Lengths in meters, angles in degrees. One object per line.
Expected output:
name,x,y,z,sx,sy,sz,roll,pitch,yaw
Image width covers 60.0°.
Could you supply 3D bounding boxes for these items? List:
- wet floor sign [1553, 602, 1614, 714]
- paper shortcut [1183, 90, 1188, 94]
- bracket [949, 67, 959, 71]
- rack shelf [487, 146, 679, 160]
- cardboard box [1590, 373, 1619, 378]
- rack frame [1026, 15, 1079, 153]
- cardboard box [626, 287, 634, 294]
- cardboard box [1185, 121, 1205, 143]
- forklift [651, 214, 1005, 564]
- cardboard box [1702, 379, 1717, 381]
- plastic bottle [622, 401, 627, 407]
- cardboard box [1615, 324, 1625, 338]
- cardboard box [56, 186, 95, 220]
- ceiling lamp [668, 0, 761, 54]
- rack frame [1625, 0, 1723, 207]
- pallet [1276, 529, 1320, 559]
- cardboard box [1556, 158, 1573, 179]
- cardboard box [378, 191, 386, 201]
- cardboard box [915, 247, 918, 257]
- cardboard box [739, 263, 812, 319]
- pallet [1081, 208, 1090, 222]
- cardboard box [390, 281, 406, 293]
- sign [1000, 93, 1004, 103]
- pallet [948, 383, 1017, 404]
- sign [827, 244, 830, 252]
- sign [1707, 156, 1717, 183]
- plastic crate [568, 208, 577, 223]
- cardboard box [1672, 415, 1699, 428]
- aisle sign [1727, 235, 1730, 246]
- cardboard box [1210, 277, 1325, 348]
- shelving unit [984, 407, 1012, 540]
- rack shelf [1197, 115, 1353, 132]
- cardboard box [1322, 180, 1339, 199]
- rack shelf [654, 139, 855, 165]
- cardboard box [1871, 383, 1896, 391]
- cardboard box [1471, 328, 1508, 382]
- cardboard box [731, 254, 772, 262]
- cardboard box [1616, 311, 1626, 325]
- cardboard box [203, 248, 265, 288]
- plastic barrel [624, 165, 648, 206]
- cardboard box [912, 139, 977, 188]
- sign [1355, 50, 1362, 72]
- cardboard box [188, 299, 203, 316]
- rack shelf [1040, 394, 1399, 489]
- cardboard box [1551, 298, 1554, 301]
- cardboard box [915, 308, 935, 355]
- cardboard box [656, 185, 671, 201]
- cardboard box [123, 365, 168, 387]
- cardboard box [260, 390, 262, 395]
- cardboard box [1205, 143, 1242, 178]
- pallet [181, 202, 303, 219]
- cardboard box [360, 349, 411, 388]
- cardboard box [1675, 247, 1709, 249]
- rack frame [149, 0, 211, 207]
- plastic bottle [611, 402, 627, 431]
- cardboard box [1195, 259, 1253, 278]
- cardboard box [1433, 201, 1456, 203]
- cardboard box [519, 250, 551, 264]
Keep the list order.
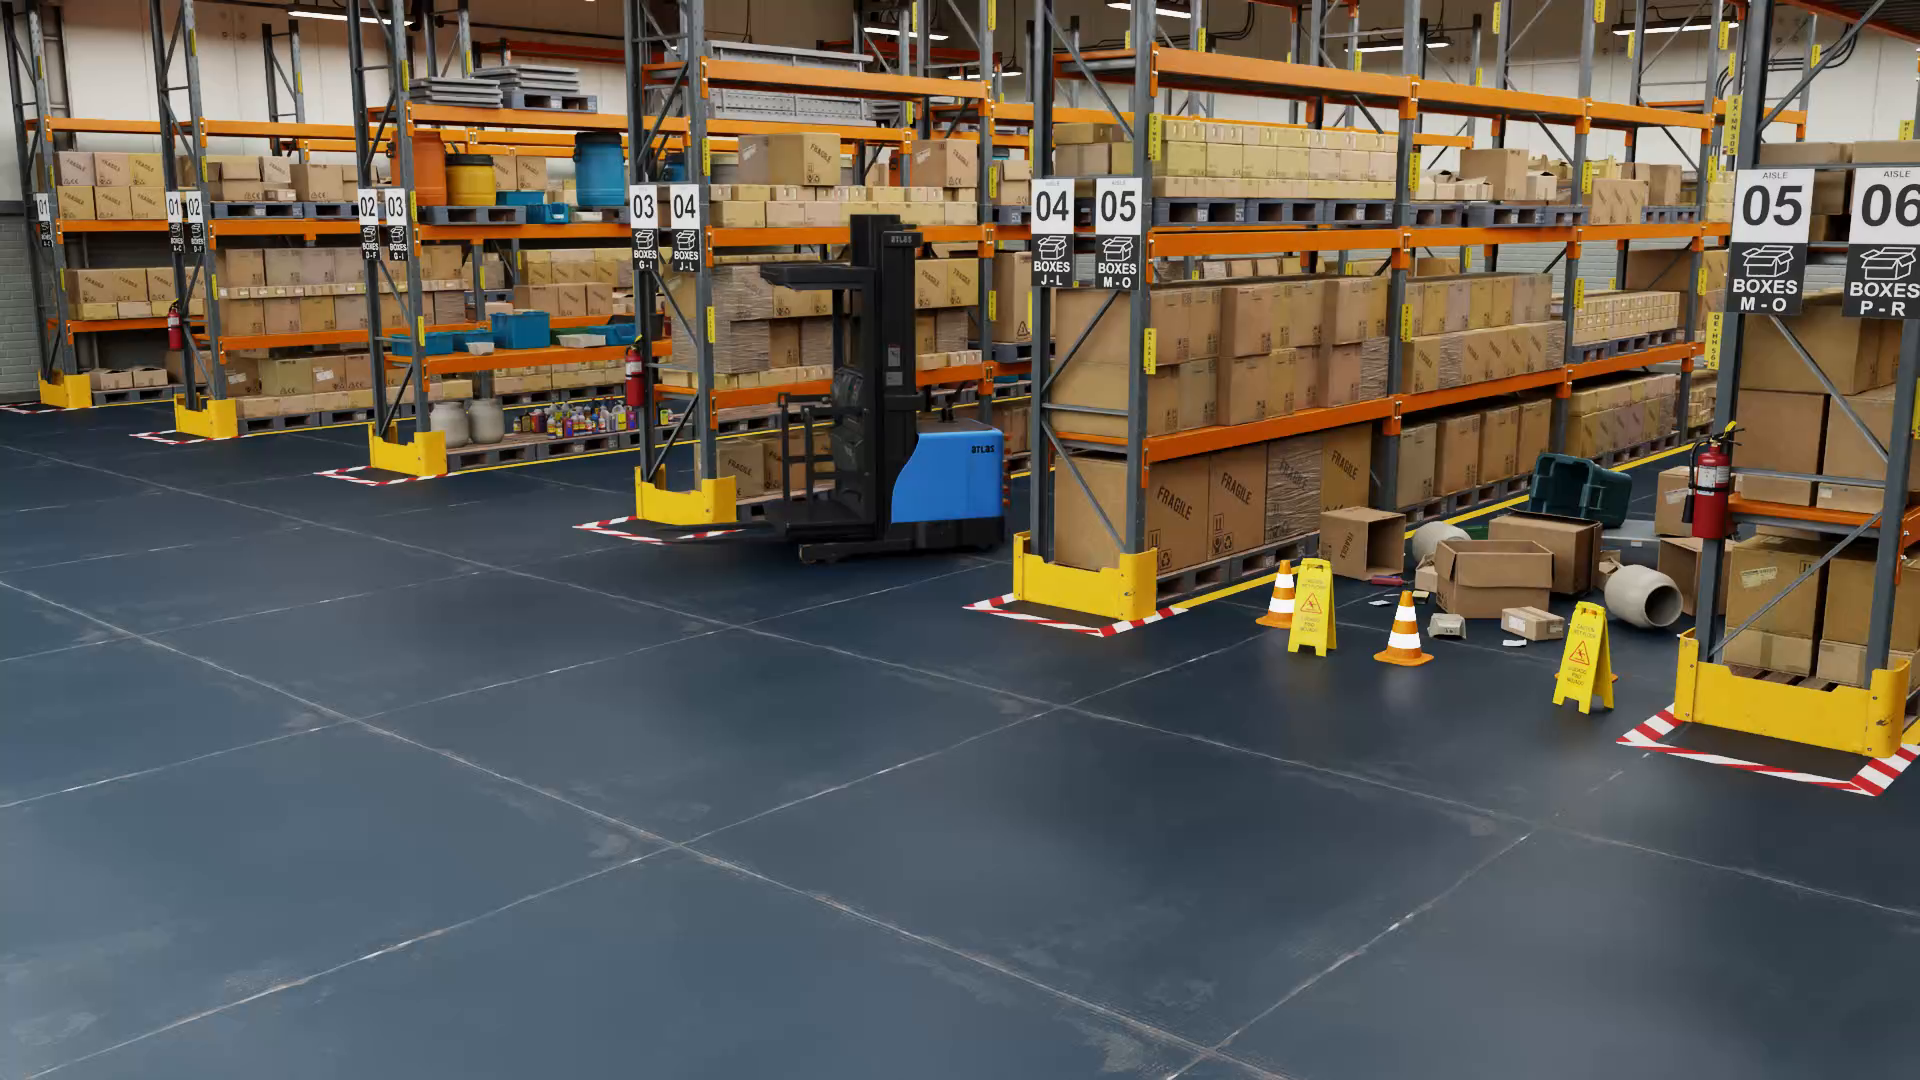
wet floor sign,3.813,0.697,10.111,0.232,0.644,0.267,-6,13,-28
paper shortcut,3.057,-6.077,22.347,0.009,0.170,0.078,23,-8,37
bracket,-0.065,-11.483,40.578,0.235,0.232,0.430,10,15,40
rack shelf,-7.263,-7.414,32.250,1.077,0.370,4.000,10,15,40
cardboard box,7.843,-1.932,20.660,0.500,0.250,0.500,10,15,42
rack frame,1.499,-6.976,27.201,1.000,3.000,0.127,10,15,40
cardboard box,-6.648,-4.969,33.059,0.380,0.149,0.250,10,15,40
cardboard box,1.583,-3.010,12.283,0.380,0.149,0.250,10,15,41
forklift,-1.177,-1.350,14.525,3.031,2.935,1.130,-4,12,-17
cardboard box,10.464,-2.130,22.943,0.380,0.149,0.250,9,14,38
plastic bottle,-4.434,-1.686,21.843,0.061,0.283,0.133,10,15,40
cardboard box,7.559,-2.467,19.511,0.380,0.149,0.250,10,15,41
cardboard box,-13.455,-5.096,25.141,0.500,0.500,0.500,10,15,42
ceiling lamp,-4.386,-10.634,30.611,0.800,3.185,2.000,10,15,40
rack frame,8.879,-5.679,20.710,1.000,3.000,0.127,10,15,40
pallet,3.037,-0.091,15.168,1.003,0.211,1.213,10,15,40
cardboard box,7.144,-4.329,19.399,0.396,0.266,0.258,10,15,40
cardboard box,-8.091,-4.907,23.715,0.380,0.149,0.250,10,15,40
cardboard box,-1.017,-5.399,31.814,0.500,0.500,0.500,9,15,39
cardboard box,-1.798,-2.432,16.199,0.500,0.500,0.500,10,15,40
pallet,1.109,-3.825,19.566,1.213,0.211,1.003,10,15,40
cardboard box,-8.192,-3.648,23.944,0.380,0.149,0.250,10,15,40
sign,0.825,-8.666,32.875,0.100,0.325,0.005,10,15,40
pallet,0.153,-2.378,26.617,1.003,0.211,1.213,10,15,40
sign,-2.904,-6.515,36.650,0.100,0.325,0.005,10,15,40
sign,9.298,-4.584,20.558,0.100,0.325,0.005,10,15,40
plastic crate,-5.028,-4.027,20.636,0.336,0.188,0.450,10,15,40
cardboard box,9.361,-1.557,21.596,0.380,0.149,0.250,9,14,38
aisle sign,11.342,-4.650,24.237,0.394,0.787,0.004,10,15,40
cardboard box,2.593,-1.956,14.245,0.875,0.550,0.550,10,15,40
shelving unit,0.341,-0.608,15.231,0.189,1.200,0.258,-4,12,-17
rack shelf,3.900,-5.492,22.631,1.077,0.370,4.000,10,15,40
cardboard box,2.928,-2.919,13.861,0.380,0.149,0.250,10,15,41
rack shelf,-3.539,-6.774,29.046,1.077,0.370,4.000,10,15,40
cardboard box,5.603,-0.652,9.842,0.500,0.500,0.500,10,15,42
cardboard box,5.147,-1.874,16.720,0.500,0.500,0.500,10,15,41
cardboard box,-4.613,-5.755,35.638,0.980,0.700,0.700,9,14,38
cardboard box,7.557,-2.612,19.481,0.380,0.149,0.250,10,15,40
cardboard box,-9.788,-3.669,22.396,0.700,0.500,0.500,10,15,41
plastic barrel,-4.213,-4.551,21.360,0.421,0.512,0.421,0,11,0
cardboard box,-0.167,-4.028,17.811,0.500,0.500,0.500,9,15,39
sign,5.635,-6.764,23.553,0.100,0.325,0.005,10,15,40
cardboard box,-12.295,-3.743,26.663,0.500,0.250,0.500,10,15,41
rack shelf,2.278,-0.913,14.001,1.077,0.370,4.000,10,15,40
cardboard box,6.731,-2.770,19.509,0.380,0.149,0.250,10,15,42
cardboard box,-0.761,-2.284,18.013,0.875,0.500,0.500,10,15,40
cardboard box,-2.753,-3.302,15.831,0.380,0.149,0.250,10,15,40
cardboard box,-12.963,-2.621,26.454,0.500,0.311,0.500,-11,15,-43
cardboard box,-9.687,-1.959,23.349,0.500,0.250,0.500,10,15,40
cardboard box,1.803,-2.883,12.663,0.500,0.250,0.500,10,15,40
pallet,-9.654,-4.438,22.377,1.003,0.211,1.213,10,15,40
cardboard box,-8.308,-2.481,24.045,0.500,0.500,0.500,10,15,40
cardboard box,10.001,-3.755,22.826,0.500,0.500,0.500,9,15,39
rack frame,-10.140,-5.851,21.571,1.000,3.000,0.127,10,15,40
plastic bottle,-4.330,-1.566,21.072,0.144,0.351,0.185,10,15,40
cardboard box,3.506,-3.547,22.534,0.797,0.503,0.637,10,15,42
cardboard box,7.557,-5.674,26.757,0.700,0.500,0.500,9,14,37
cardboard box,-8.071,-5.336,31.329,0.500,0.250,0.500,10,15,42
